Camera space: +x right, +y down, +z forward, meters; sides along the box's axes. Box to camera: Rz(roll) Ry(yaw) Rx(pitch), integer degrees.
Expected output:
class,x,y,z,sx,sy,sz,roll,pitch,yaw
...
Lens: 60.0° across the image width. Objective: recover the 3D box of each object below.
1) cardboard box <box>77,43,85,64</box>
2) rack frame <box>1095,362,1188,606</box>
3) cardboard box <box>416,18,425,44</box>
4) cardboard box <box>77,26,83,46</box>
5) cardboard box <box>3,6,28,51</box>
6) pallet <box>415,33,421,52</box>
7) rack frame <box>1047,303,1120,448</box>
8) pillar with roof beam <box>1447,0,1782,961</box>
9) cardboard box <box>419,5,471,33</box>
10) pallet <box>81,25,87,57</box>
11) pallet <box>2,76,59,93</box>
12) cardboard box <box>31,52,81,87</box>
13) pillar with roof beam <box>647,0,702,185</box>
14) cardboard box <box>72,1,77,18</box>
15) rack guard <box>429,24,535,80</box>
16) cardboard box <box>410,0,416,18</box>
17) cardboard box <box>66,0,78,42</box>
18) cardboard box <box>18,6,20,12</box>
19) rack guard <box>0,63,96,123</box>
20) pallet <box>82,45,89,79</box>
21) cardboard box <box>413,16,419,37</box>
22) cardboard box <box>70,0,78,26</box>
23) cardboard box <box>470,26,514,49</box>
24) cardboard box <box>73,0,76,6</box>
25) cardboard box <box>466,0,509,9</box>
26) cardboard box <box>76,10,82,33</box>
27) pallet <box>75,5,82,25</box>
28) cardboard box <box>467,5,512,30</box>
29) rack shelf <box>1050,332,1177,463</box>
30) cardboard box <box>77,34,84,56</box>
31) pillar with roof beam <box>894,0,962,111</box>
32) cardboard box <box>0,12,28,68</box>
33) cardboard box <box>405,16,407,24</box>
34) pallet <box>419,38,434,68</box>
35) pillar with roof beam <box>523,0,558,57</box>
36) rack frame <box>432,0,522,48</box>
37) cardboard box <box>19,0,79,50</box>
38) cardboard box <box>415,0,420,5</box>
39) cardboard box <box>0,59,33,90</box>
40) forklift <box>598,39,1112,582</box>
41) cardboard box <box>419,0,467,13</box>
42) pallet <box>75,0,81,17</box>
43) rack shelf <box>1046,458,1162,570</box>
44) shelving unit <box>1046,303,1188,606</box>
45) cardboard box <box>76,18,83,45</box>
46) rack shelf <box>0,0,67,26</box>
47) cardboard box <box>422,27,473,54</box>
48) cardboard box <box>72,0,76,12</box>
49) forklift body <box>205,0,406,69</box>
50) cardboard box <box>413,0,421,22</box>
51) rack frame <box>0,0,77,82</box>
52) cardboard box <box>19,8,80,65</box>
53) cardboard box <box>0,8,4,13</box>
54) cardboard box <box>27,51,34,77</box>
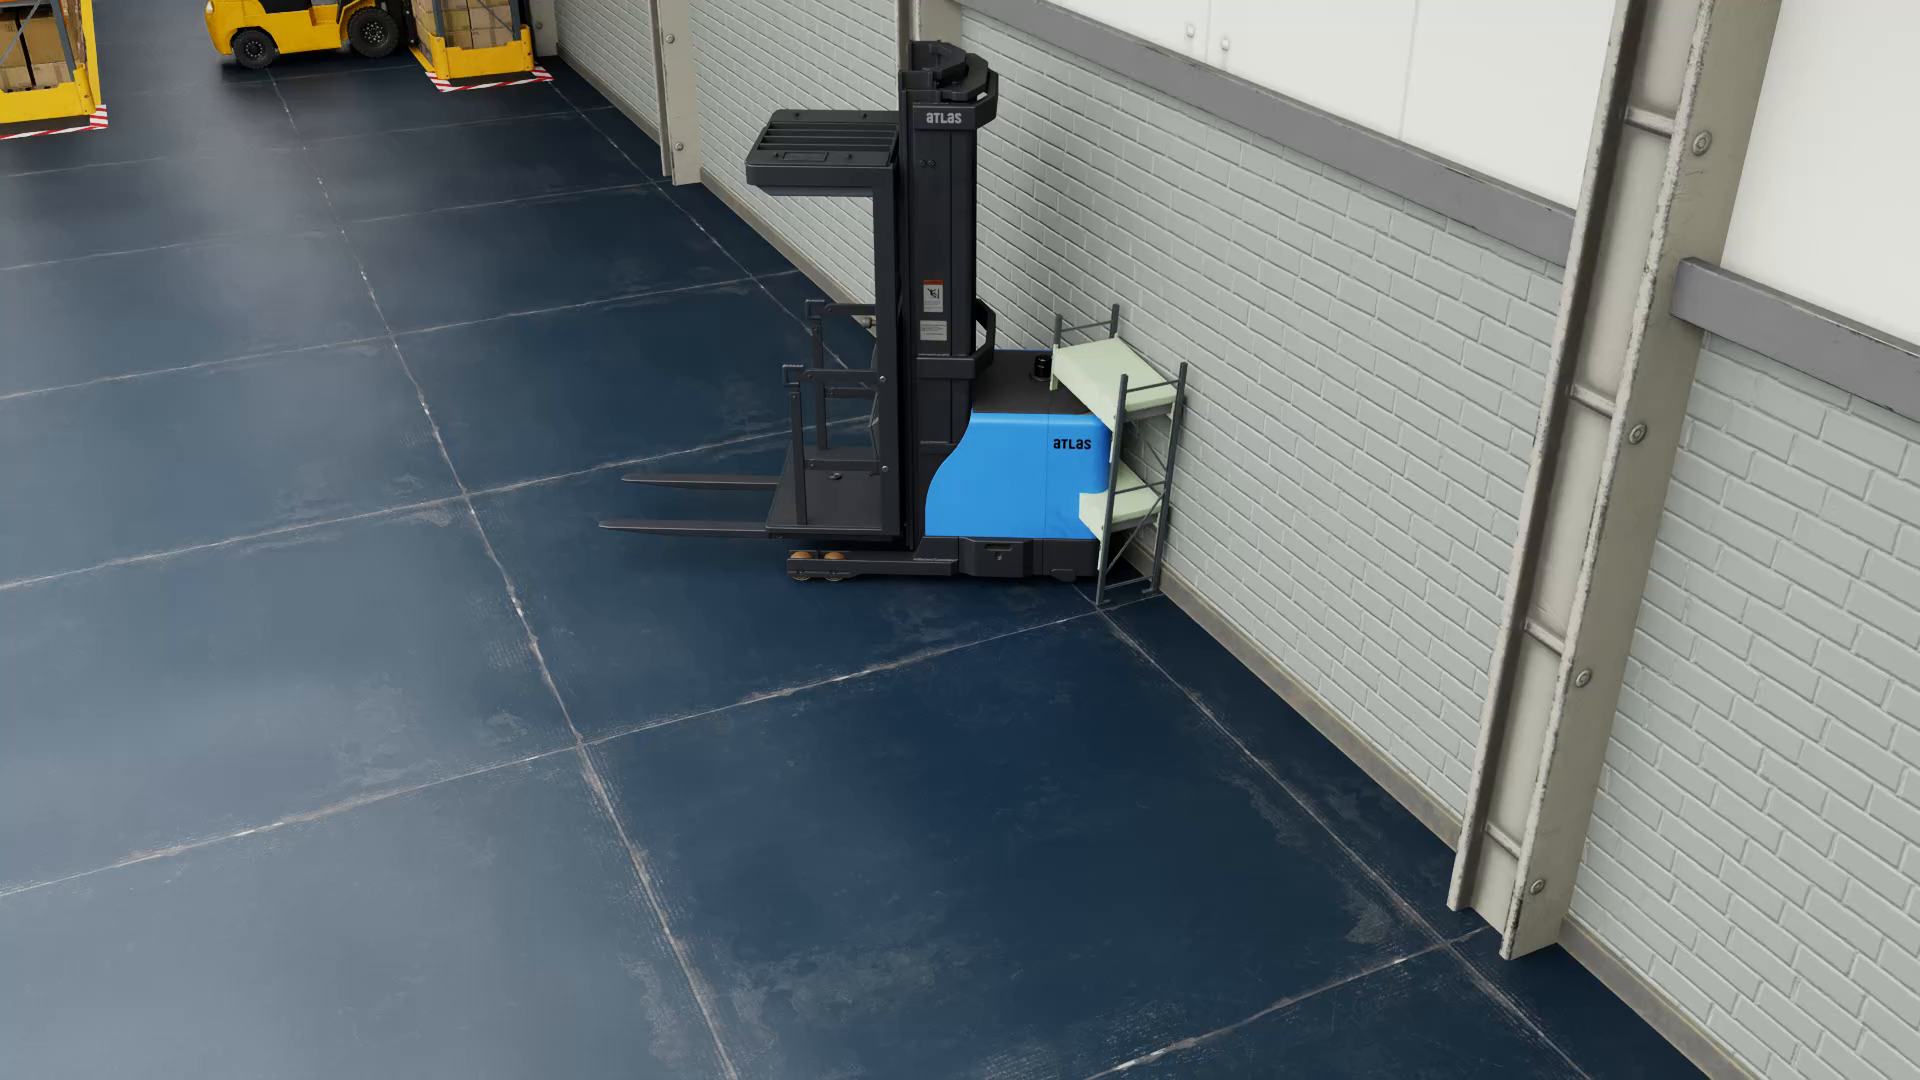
class,x,y,z,sx,sy,sz,roll,pitch,yaw
cardboard box,-10.661,-5.680,19.668,0.500,0.250,0.500,-12,31,-20
rack frame,0.997,-0.287,9.210,0.400,1.500,0.023,-13,38,-22
cardboard box,-6.562,-6.446,21.033,0.500,0.250,0.500,-13,32,-22
cardboard box,-11.121,-6.142,20.492,0.500,0.250,0.500,-13,32,-21
cardboard box,-11.158,-5.895,19.284,0.500,0.500,0.500,-12,31,-20
pallet,-6.756,-6.750,22.044,1.003,0.211,1.213,-13,32,-22
rack frame,0.684,-0.674,9.747,0.400,1.500,0.023,-13,38,-22
pillar with roof beam,-1.516,-1.357,3.443,9.100,9.000,0.400,-13,32,-22
cardboard box,-6.362,-6.450,20.530,0.500,0.250,0.500,-14,32,-23
pallet,-11.749,-6.317,21.272,1.003,0.211,1.213,-13,32,-22
pallet,-10.701,-5.239,19.349,1.003,0.211,1.213,-13,32,-22
cardboard box,-10.448,-5.453,19.263,0.500,0.250,0.500,-13,32,-22
pillar with roof beam,-6.668,-6.658,12.896,9.100,9.000,0.400,-13,32,-22
cardboard box,-11.353,-6.704,20.726,0.500,0.500,0.500,-12,32,-21
rack guard,-5.860,-5.998,20.408,1.175,0.500,0.348,-13,32,-22
cardboard box,-6.808,-6.898,21.328,0.500,0.250,0.500,-14,32,-23
cardboard box,-10.895,-6.244,19.907,0.500,0.500,0.500,-12,32,-21
cardboard box,-11.369,-6.119,19.684,0.500,0.500,0.500,-14,32,-23
rack guard,-10.384,-4.998,18.626,1.175,0.500,0.348,-13,32,-22
pallet,-11.221,-5.777,20.309,1.003,0.211,1.213,-13,32,-22
cardboard box,-6.769,-6.669,21.430,0.500,0.250,0.500,-13,32,-21
cardboard box,-11.133,-6.479,20.325,0.500,0.500,0.500,-11,31,-19
cardboard box,-5.905,-6.341,20.846,0.500,0.250,0.500,-13,32,-22
cardboard box,-12.608,-7.407,22.623,0.950,0.372,0.625,-11,31,-19
cardboard box,-5.906,-6.771,20.591,0.500,0.250,0.500,-14,32,-23
cardboard box,-11.572,-6.601,21.310,0.500,0.250,0.500,-12,31,-20
pallet,-12.405,-6.949,22.400,1.003,0.211,1.213,-13,32,-22
cardboard box,-5.885,-6.552,20.712,0.500,0.250,0.500,-12,32,-21
rack shelf,0.857,-0.802,9.257,0.431,0.370,0.720,-13,38,-22
cardboard box,-10.906,-5.919,20.093,0.500,0.250,0.500,-11,31,-19
pillar with roof beam,-4.092,-4.008,8.169,9.100,9.000,0.400,-13,32,-22
cardboard box,-10.931,-5.665,18.874,0.500,0.500,0.500,-13,32,-22
cardboard box,-7.012,-6.893,21.831,0.500,0.250,0.500,-12,31,-20
pallet,-6.237,-6.212,21.085,1.003,0.211,1.213,-13,32,-22
pillar with roof beam,-9.243,-9.309,17.623,9.100,9.000,0.400,-13,32,-22
rack frame,-5.870,-7.099,19.816,1.000,3.000,0.127,-13,32,-22
cardboard box,-10.688,-6.021,19.508,0.500,0.500,0.500,-14,32,-24
cardboard box,-6.574,-6.881,20.787,0.500,0.250,0.500,-12,32,-21
cardboard box,-10.952,-5.350,19.079,0.500,0.250,0.500,-13,32,-22
forklift,-0.629,-1.293,9.532,3.031,2.935,1.130,1,29,2
cardboard box,-6.350,-6.657,20.387,0.500,0.250,0.500,-12,31,-20
pallet,-12.932,-7.489,23.363,1.003,0.211,1.213,-13,32,-22
rack shelf,0.827,-0.213,9.664,0.431,0.370,0.720,-13,38,-22
shelving unit,0.841,-0.481,9.479,0.431,1.500,0.755,-13,38,-22
cardboard box,-11.335,-6.368,20.894,0.500,0.250,0.500,-14,32,-23
rack shelf,-11.210,-6.625,19.706,1.077,0.370,4.000,-13,32,-22
cardboard box,-6.357,-6.224,20.638,0.500,0.250,0.500,-13,32,-22
cardboard box,-11.573,-6.928,21.126,0.500,0.500,0.500,-14,32,-23
forklift body,-8.332,-7.183,20.834,2.313,2.155,1.214,-13,32,-22
cardboard box,-6.567,-6.674,20.929,0.500,0.250,0.500,-13,32,-22
rack frame,-10.352,-6.055,17.954,1.000,3.000,0.127,-13,32,-22
cardboard box,-10.459,-5.791,19.098,0.500,0.500,0.500,-14,32,-24
cardboard box,-11.150,-6.096,18.980,0.380,0.149,0.250,-12,31,-21
cardboard box,-11.157,-5.570,19.471,0.500,0.250,0.500,-13,32,-22
